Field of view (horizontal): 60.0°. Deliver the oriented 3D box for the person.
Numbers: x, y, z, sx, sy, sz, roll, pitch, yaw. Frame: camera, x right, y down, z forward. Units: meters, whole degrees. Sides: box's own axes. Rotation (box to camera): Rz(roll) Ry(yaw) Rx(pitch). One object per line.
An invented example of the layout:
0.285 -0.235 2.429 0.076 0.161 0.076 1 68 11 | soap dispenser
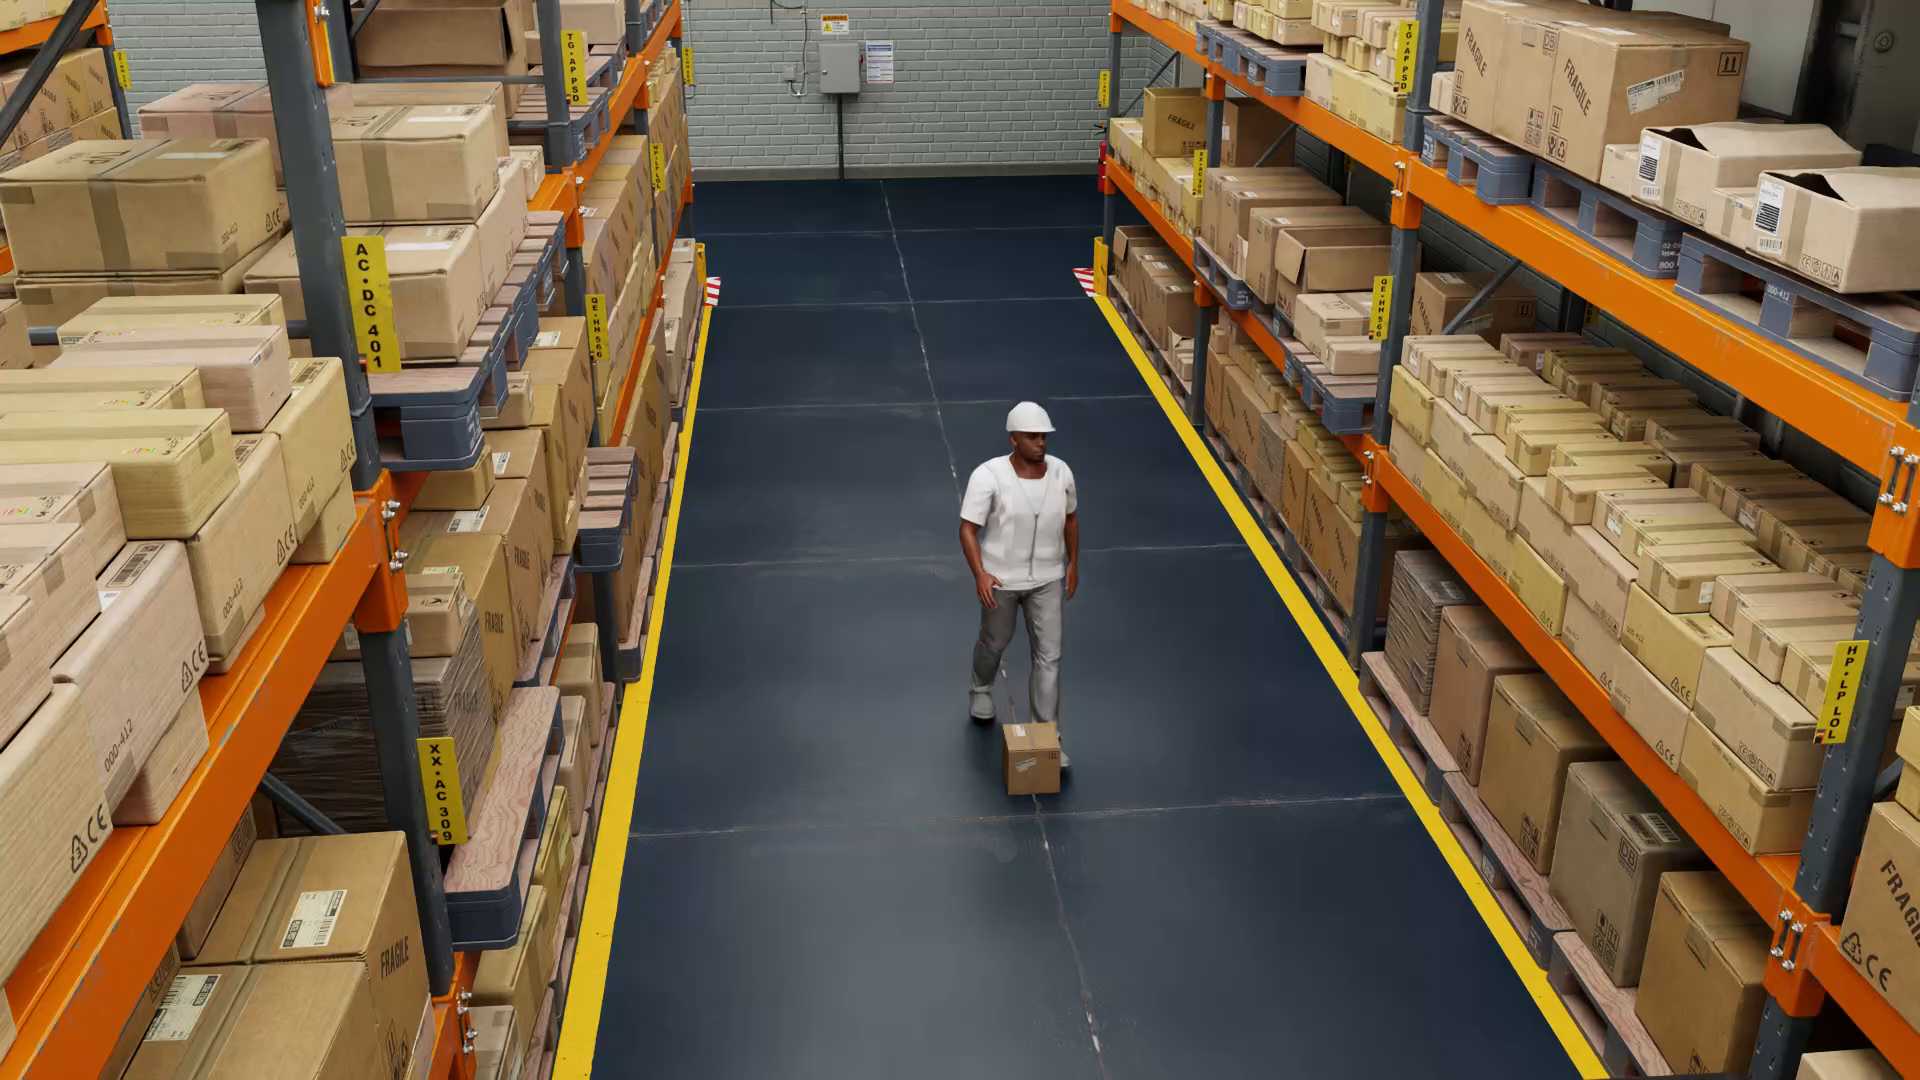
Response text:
0.329 0.209 8.112 0.635 1.741 0.911 -5 24 -10 | person
